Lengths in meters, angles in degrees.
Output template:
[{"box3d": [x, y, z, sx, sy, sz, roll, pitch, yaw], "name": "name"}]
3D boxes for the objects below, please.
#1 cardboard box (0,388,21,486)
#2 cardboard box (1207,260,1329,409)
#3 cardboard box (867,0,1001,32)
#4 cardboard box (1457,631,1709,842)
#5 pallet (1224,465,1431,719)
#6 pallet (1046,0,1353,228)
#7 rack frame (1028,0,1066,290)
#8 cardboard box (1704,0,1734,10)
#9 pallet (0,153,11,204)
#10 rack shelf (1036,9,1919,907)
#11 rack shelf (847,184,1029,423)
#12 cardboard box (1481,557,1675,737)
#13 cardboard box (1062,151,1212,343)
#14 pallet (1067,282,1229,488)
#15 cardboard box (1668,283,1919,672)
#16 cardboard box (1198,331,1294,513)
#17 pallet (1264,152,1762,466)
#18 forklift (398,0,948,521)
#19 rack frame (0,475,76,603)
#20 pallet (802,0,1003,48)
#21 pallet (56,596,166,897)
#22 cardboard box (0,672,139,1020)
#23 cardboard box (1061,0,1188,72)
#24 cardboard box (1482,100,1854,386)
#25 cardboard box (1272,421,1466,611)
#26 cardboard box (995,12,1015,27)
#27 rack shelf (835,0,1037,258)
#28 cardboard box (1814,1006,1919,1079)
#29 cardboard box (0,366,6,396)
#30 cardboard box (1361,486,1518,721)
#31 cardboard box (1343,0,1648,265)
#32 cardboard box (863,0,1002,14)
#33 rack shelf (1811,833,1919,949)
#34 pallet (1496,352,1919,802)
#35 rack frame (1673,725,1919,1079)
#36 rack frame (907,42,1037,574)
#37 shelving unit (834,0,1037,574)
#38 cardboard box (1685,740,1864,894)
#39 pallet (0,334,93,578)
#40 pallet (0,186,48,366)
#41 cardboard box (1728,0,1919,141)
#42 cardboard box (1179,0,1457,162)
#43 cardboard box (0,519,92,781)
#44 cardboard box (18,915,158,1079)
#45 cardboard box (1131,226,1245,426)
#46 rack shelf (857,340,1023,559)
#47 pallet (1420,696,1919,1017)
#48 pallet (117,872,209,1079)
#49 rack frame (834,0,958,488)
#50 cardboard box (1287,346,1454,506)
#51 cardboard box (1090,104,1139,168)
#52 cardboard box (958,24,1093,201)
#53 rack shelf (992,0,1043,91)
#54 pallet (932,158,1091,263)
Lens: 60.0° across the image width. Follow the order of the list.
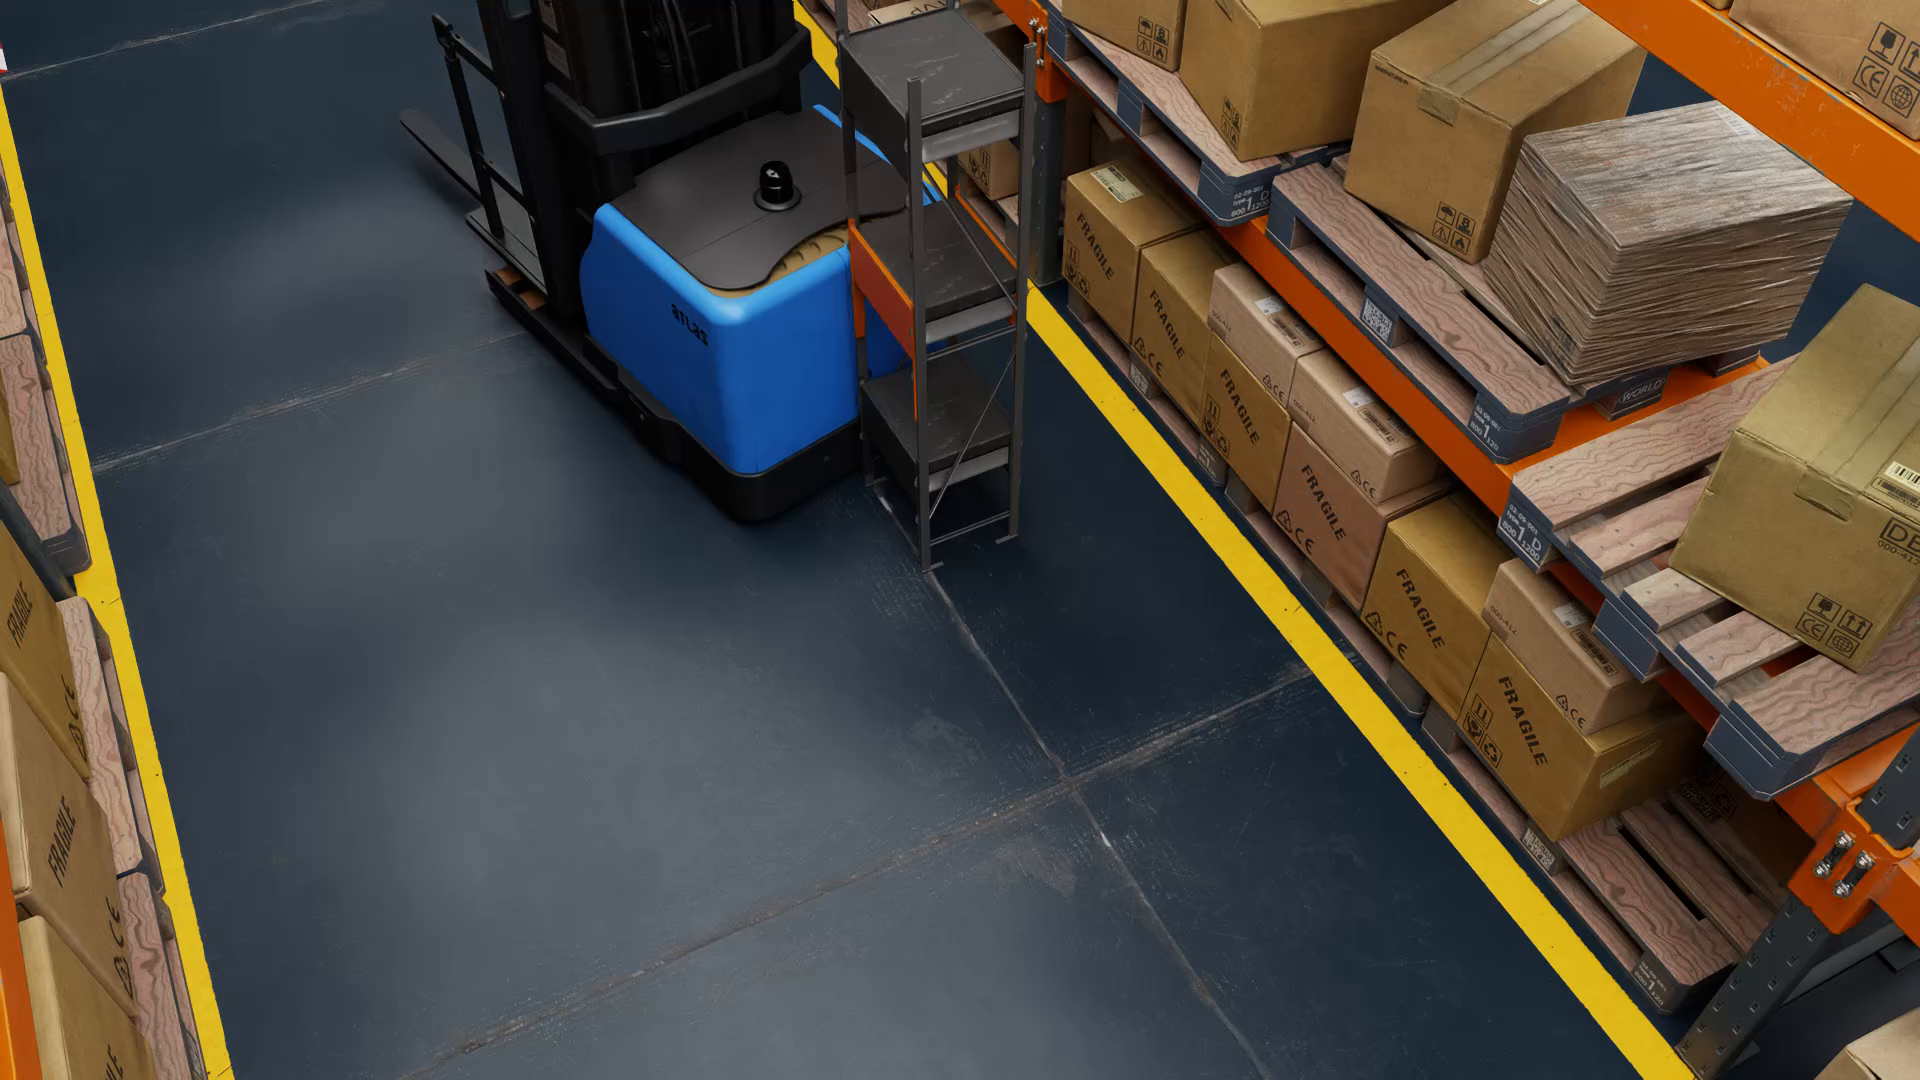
[{"box3d": [-3.898, -0.427, 6.013, 0.700, 0.500, 0.500, -21, 52, -17], "name": "cardboard box"}, {"box3d": [1.218, -0.777, 5.807, 0.500, 0.250, 0.500, -21, 52, -17], "name": "cardboard box"}, {"box3d": [-0.100, -2.330, 7.789, 0.500, 0.311, 0.500, -21, 52, -18], "name": "cardboard box"}, {"box3d": [1.949, 0.525, 5.166, 0.500, 0.500, 0.500, -19, 52, -16], "name": "cardboard box"}, {"box3d": [1.724, -0.018, 6.126, 1.003, 0.211, 1.213, -21, 52, -18], "name": "pallet"}, {"box3d": [1.024, -1.649, 5.827, 1.003, 0.211, 1.213, -21, 52, -18], "name": "pallet"}, {"box3d": [0.756, -2.285, 6.256, 1.000, 3.000, 0.127, -21, 52, -18], "name": "rack frame"}, {"box3d": [1.885, -1.598, 3.596, 0.910, 0.500, 0.500, -21, 52, -18], "name": "cardboard box"}, {"box3d": [-5.042, -1.827, 7.708, 1.003, 0.211, 1.213, -21, 52, -18], "name": "pallet"}, {"box3d": [1.671, -0.710, 5.356, 1.077, 0.370, 4.000, -21, 52, -18], "name": "rack shelf"}, {"box3d": [-0.076, -0.793, 5.567, 0.431, 0.518, 0.480, -21, 52, -18], "name": "rack shelf"}, {"box3d": [1.920, 0.242, 4.916, 0.500, 0.250, 0.500, -19, 52, -16], "name": "cardboard box"}, {"box3d": [0.760, -1.199, 6.675, 0.500, 0.500, 0.500, -23, 53, -19], "name": "cardboard box"}, {"box3d": [1.162, -0.836, 6.841, 1.003, 0.211, 1.213, -21, 52, -18], "name": "pallet"}, {"box3d": [2.198, -0.162, 4.053, 0.500, 0.500, 0.700, 35, 58, 27], "name": "cardboard box"}, {"box3d": [1.236, -0.509, 6.071, 0.500, 0.500, 0.500, -21, 52, -17], "name": "cardboard box"}, {"box3d": [1.692, -0.845, 5.124, 1.003, 0.211, 1.213, -21, 52, -18], "name": "pallet"}, {"box3d": [-1.361, -2.080, 6.122, 1.130, 2.935, 3.031, -33, 56, -25], "name": "forklift"}, {"box3d": [-3.647, -0.576, 4.761, 1.000, 3.000, 0.127, -21, 52, -18], "name": "rack frame"}, {"box3d": [-0.120, -2.645, 8.423, 1.003, 0.211, 1.213, -21, 52, -18], "name": "pallet"}, {"box3d": [-3.227, 0.832, 5.382, 1.003, 0.211, 1.213, -21, 52, -18], "name": "pallet"}, {"box3d": [-2.825, 0.977, 4.552, 0.750, 0.750, 0.750, -20, 52, -16], "name": "cardboard box"}, {"box3d": [0.774, -2.062, 5.715, 0.500, 0.500, 0.700, 35, 58, 27], "name": "cardboard box"}, {"box3d": [1.949, -0.840, 4.646, 0.700, 0.500, 0.500, -12, 50, -11], "name": "cardboard box"}, {"box3d": [1.467, -0.171, 5.775, 0.500, 0.500, 0.500, -23, 53, -19], "name": "cardboard box"}, {"box3d": [0.351, -2.428, 7.971, 0.380, 0.166, 0.250, -21, 52, -18], "name": "cardboard box"}, {"box3d": [-0.076, -1.254, 5.040, 0.431, 0.518, 0.480, -21, 52, -18], "name": "rack shelf"}, {"box3d": [2.565, 1.426, 4.185, 0.500, 0.311, 0.500, -20, 52, -16], "name": "cardboard box"}, {"box3d": [-4.125, -0.765, 6.308, 0.700, 0.500, 0.500, -22, 52, -18], "name": "cardboard box"}, {"box3d": [1.713, 0.179, 5.469, 0.500, 0.500, 0.500, -23, 53, -19], "name": "cardboard box"}, {"box3d": [1.619, -1.295, 5.044, 0.700, 0.500, 0.500, -34, 57, -26], "name": "cardboard box"}, {"box3d": [-0.109, -2.864, 8.128, 0.797, 0.503, 0.637, -21, 52, -18], "name": "cardboard box"}, {"box3d": [3.501, 1.967, 3.014, 1.077, 0.370, 4.000, -21, 52, -18], "name": "rack shelf"}, {"box3d": [2.214, 0.026, 4.362, 1.213, 0.211, 1.003, -21, 52, -18], "name": "pallet"}, {"box3d": [2.586, 0.392, 3.914, 1.000, 3.000, 0.127, -21, 52, -18], "name": "rack frame"}, {"box3d": [0.036, -0.639, 5.414, 0.400, 2.100, 0.015, -21, 52, -18], "name": "rack frame"}, {"box3d": [-0.076, -0.802, 5.557, 0.431, 2.100, 0.503, -21, 52, -18], "name": "shelving unit"}, {"box3d": [2.632, 0.667, 5.042, 0.500, 0.500, 0.500, -19, 52, -16], "name": "cardboard box"}, {"box3d": [-3.926, -0.194, 6.280, 1.003, 0.211, 1.213, -21, 52, -18], "name": "pallet"}, {"box3d": [-4.488, -1.012, 6.995, 1.003, 0.211, 1.213, -21, 52, -18], "name": "pallet"}, {"box3d": [2.123, -1.250, 3.291, 0.910, 0.500, 0.500, -21, 52, -18], "name": "cardboard box"}, {"box3d": [1.145, -1.624, 5.332, 0.700, 0.500, 0.500, -14, 50, -12], "name": "cardboard box"}, {"box3d": [-3.234, 0.383, 5.071, 0.750, 0.750, 0.750, -21, 52, -17], "name": "cardboard box"}, {"box3d": [-2.432, 1.544, 4.056, 0.750, 0.750, 0.750, -21, 52, -18], "name": "cardboard box"}, {"box3d": [1.014, -0.846, 6.366, 0.500, 0.500, 0.500, -20, 52, -17], "name": "cardboard box"}, {"box3d": [-0.076, -0.332, 6.094, 0.431, 0.518, 0.480, -21, 52, -18], "name": "rack shelf"}, {"box3d": [2.278, 0.797, 5.412, 1.003, 0.211, 1.213, -21, 52, -18], "name": "pallet"}, {"box3d": [-2.665, 1.650, 4.667, 1.003, 0.211, 1.213, -21, 52, -18], "name": "pallet"}, {"box3d": [-0.187, -0.965, 5.699, 0.400, 2.100, 0.015, -21, 52, -18], "name": "rack frame"}, {"box3d": [1.448, -0.441, 5.513, 0.500, 0.250, 0.500, -22, 52, -18], "name": "cardboard box"}, {"box3d": [0.756, -1.900, 7.413, 0.500, 0.311, 0.500, -21, 52, -18], "name": "cardboard box"}, {"box3d": [0.243, -1.891, 7.279, 0.500, 0.500, 0.500, -21, 52, -18], "name": "cardboard box"}, {"box3d": [-0.160, -3.387, 7.697, 1.077, 0.370, 4.000, -21, 52, -18], "name": "rack shelf"}, {"box3d": [0.442, -1.827, 7.708, 1.003, 0.211, 1.213, -21, 52, -18], "name": "pallet"}]
